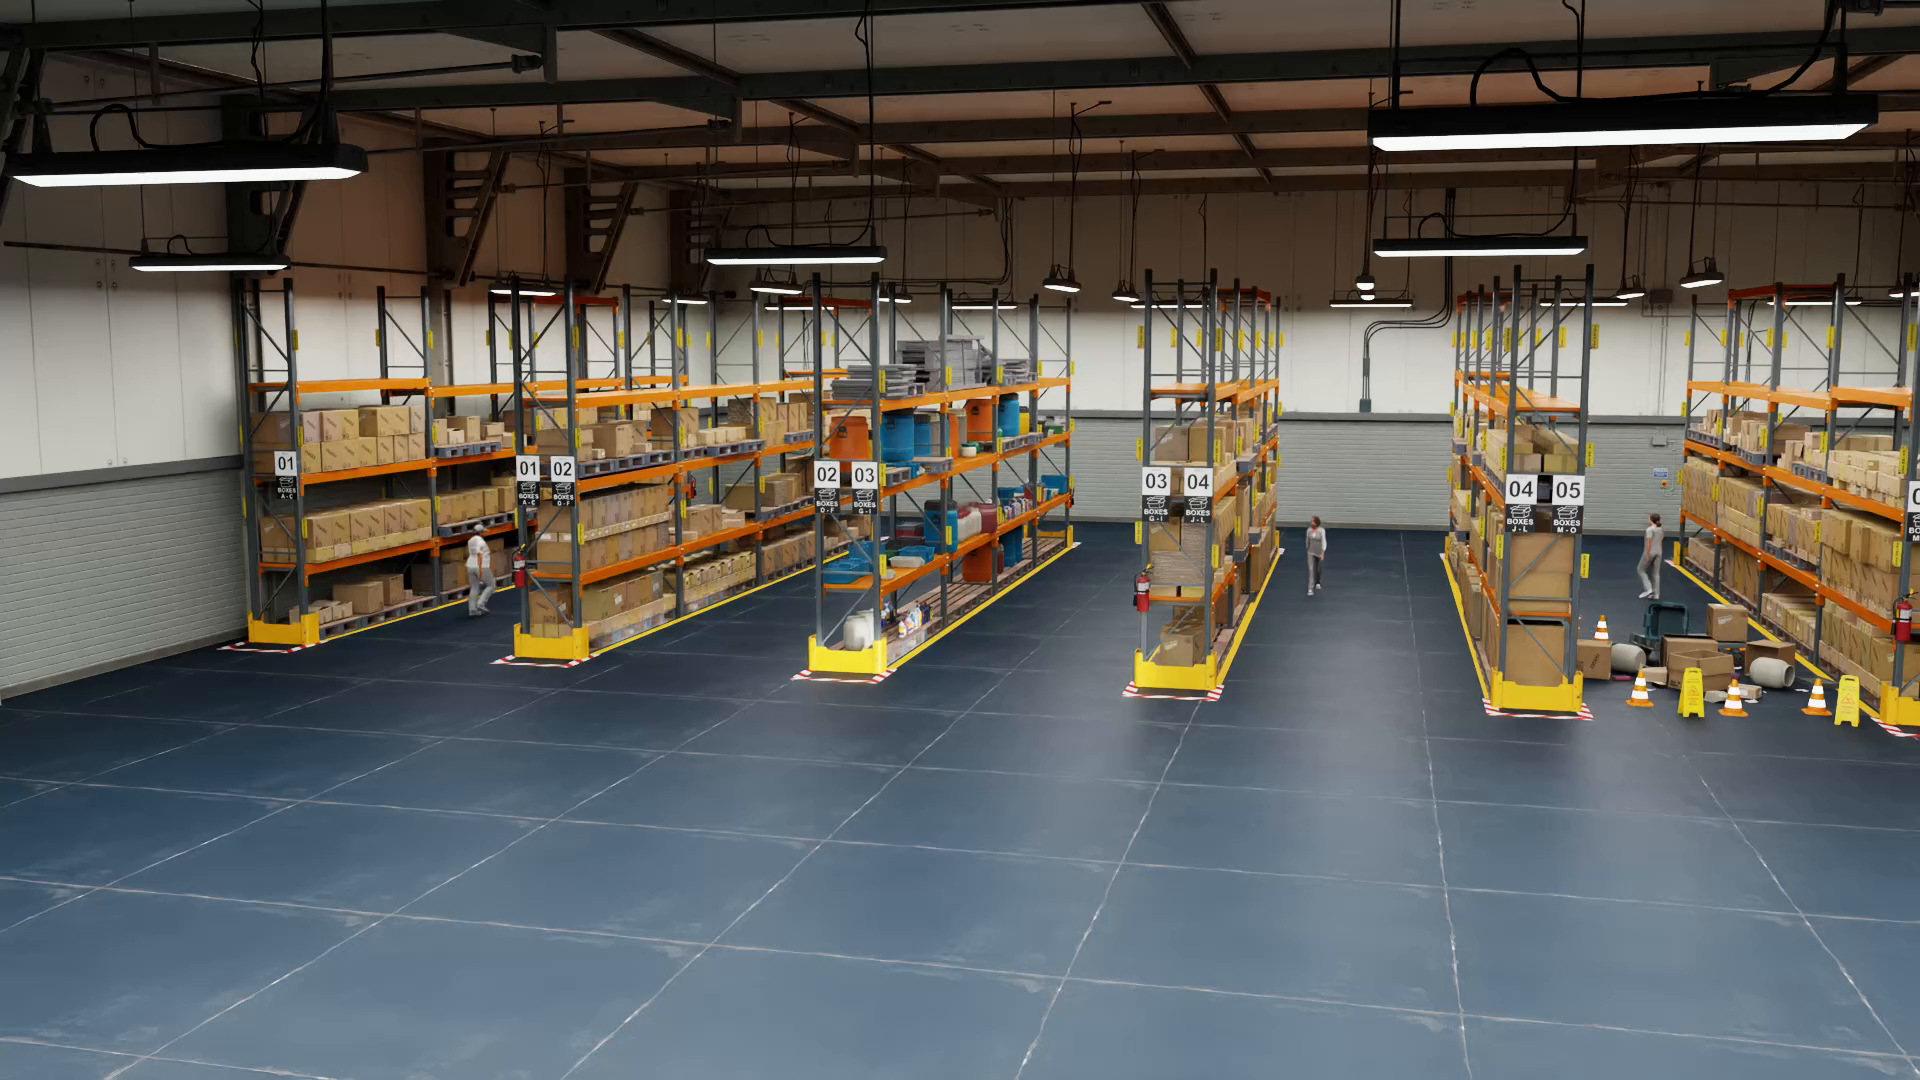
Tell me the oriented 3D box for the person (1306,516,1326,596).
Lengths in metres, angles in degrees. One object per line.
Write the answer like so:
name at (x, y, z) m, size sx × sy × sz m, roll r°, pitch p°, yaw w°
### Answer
person at (7.022, 0.285, 32.798) m, size 0.390 × 1.540 × 0.972 m, roll 1°, pitch 7°, yaw 12°

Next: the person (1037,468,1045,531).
person at (1.961, -1.068, 43.543) m, size 0.475 × 1.670 × 0.491 m, roll 4°, pitch 8°, yaw 28°

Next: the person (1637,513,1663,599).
person at (13.451, 0.315, 32.247) m, size 0.459 × 1.671 × 0.487 m, roll -2°, pitch 7°, yaw -15°

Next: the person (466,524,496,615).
person at (-8.773, 0.541, 30.354) m, size 0.538 × 1.650 × 0.493 m, roll 3°, pitch 8°, yaw 26°
